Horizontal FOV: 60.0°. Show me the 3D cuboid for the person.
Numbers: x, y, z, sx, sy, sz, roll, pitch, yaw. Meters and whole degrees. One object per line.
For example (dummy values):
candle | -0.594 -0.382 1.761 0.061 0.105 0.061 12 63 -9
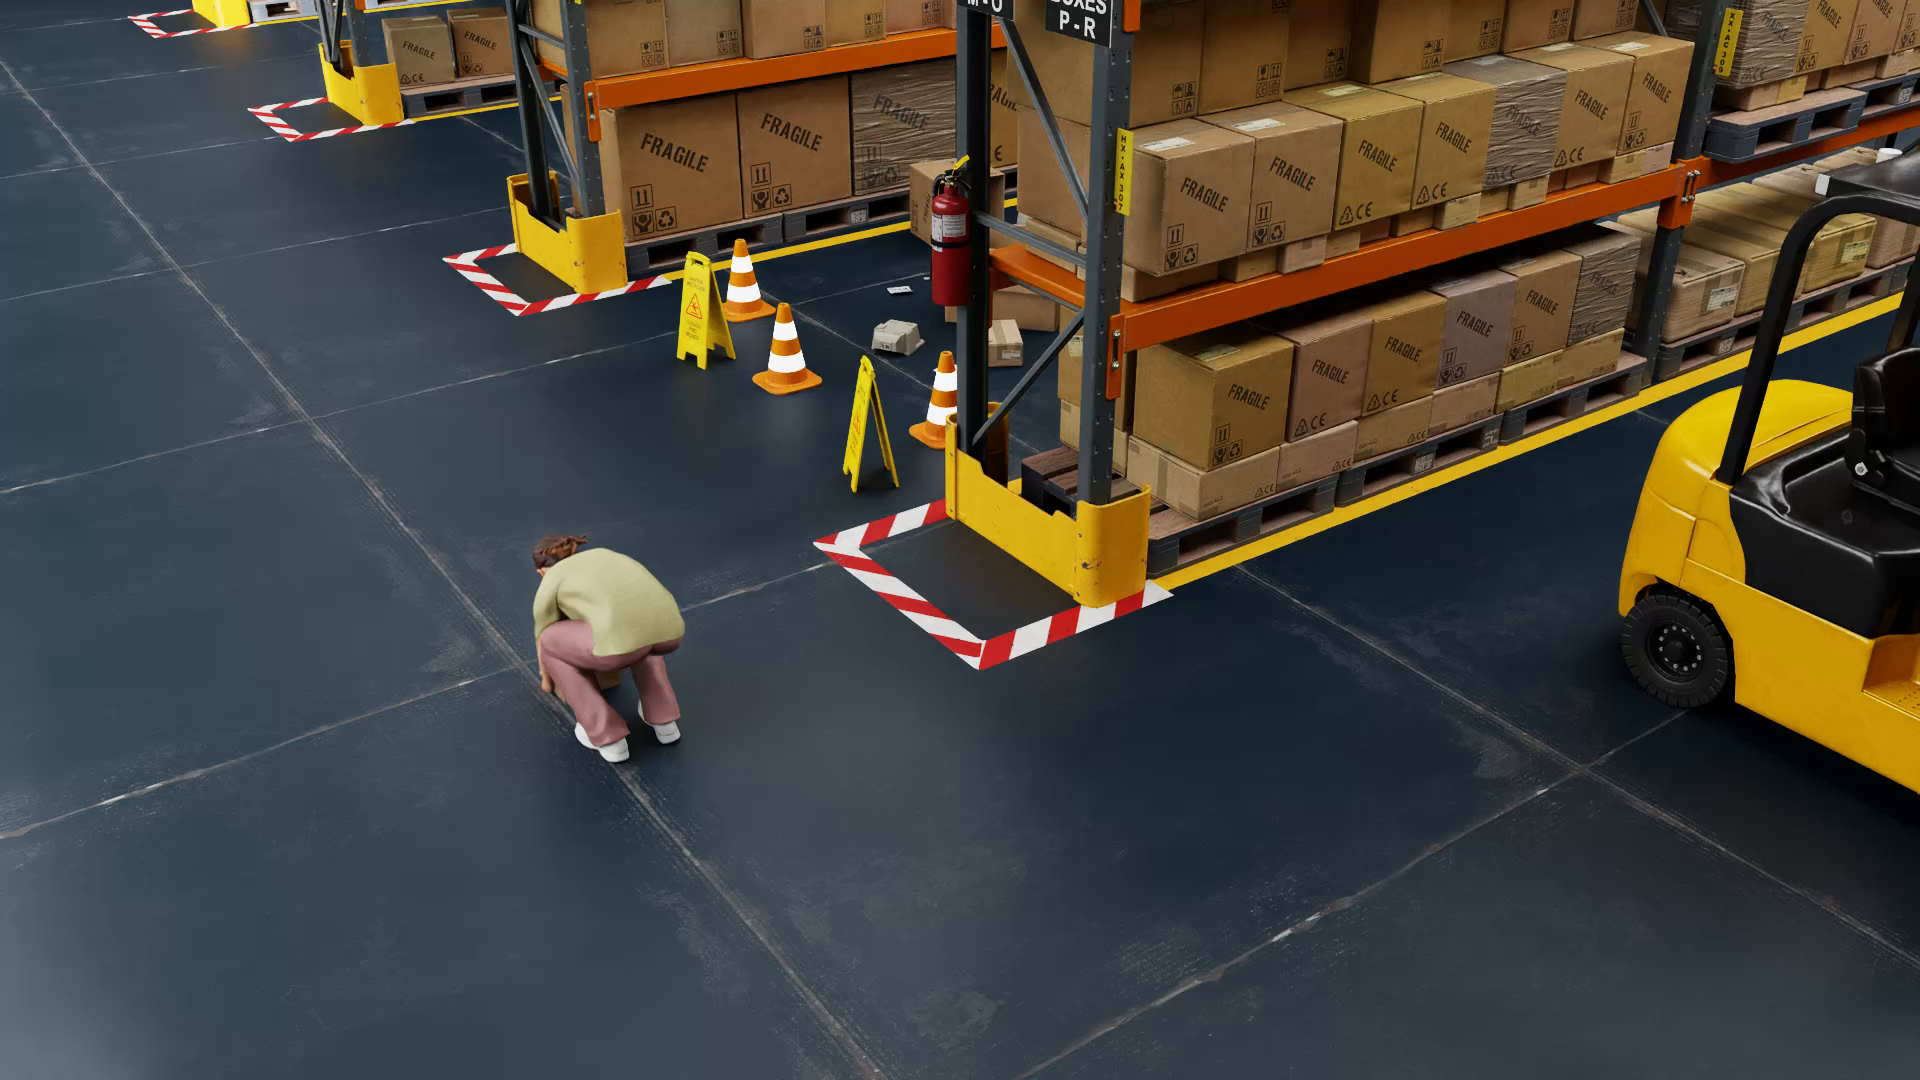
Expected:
person | -1.379 0.386 6.410 0.466 0.755 0.867 -20 34 -32
